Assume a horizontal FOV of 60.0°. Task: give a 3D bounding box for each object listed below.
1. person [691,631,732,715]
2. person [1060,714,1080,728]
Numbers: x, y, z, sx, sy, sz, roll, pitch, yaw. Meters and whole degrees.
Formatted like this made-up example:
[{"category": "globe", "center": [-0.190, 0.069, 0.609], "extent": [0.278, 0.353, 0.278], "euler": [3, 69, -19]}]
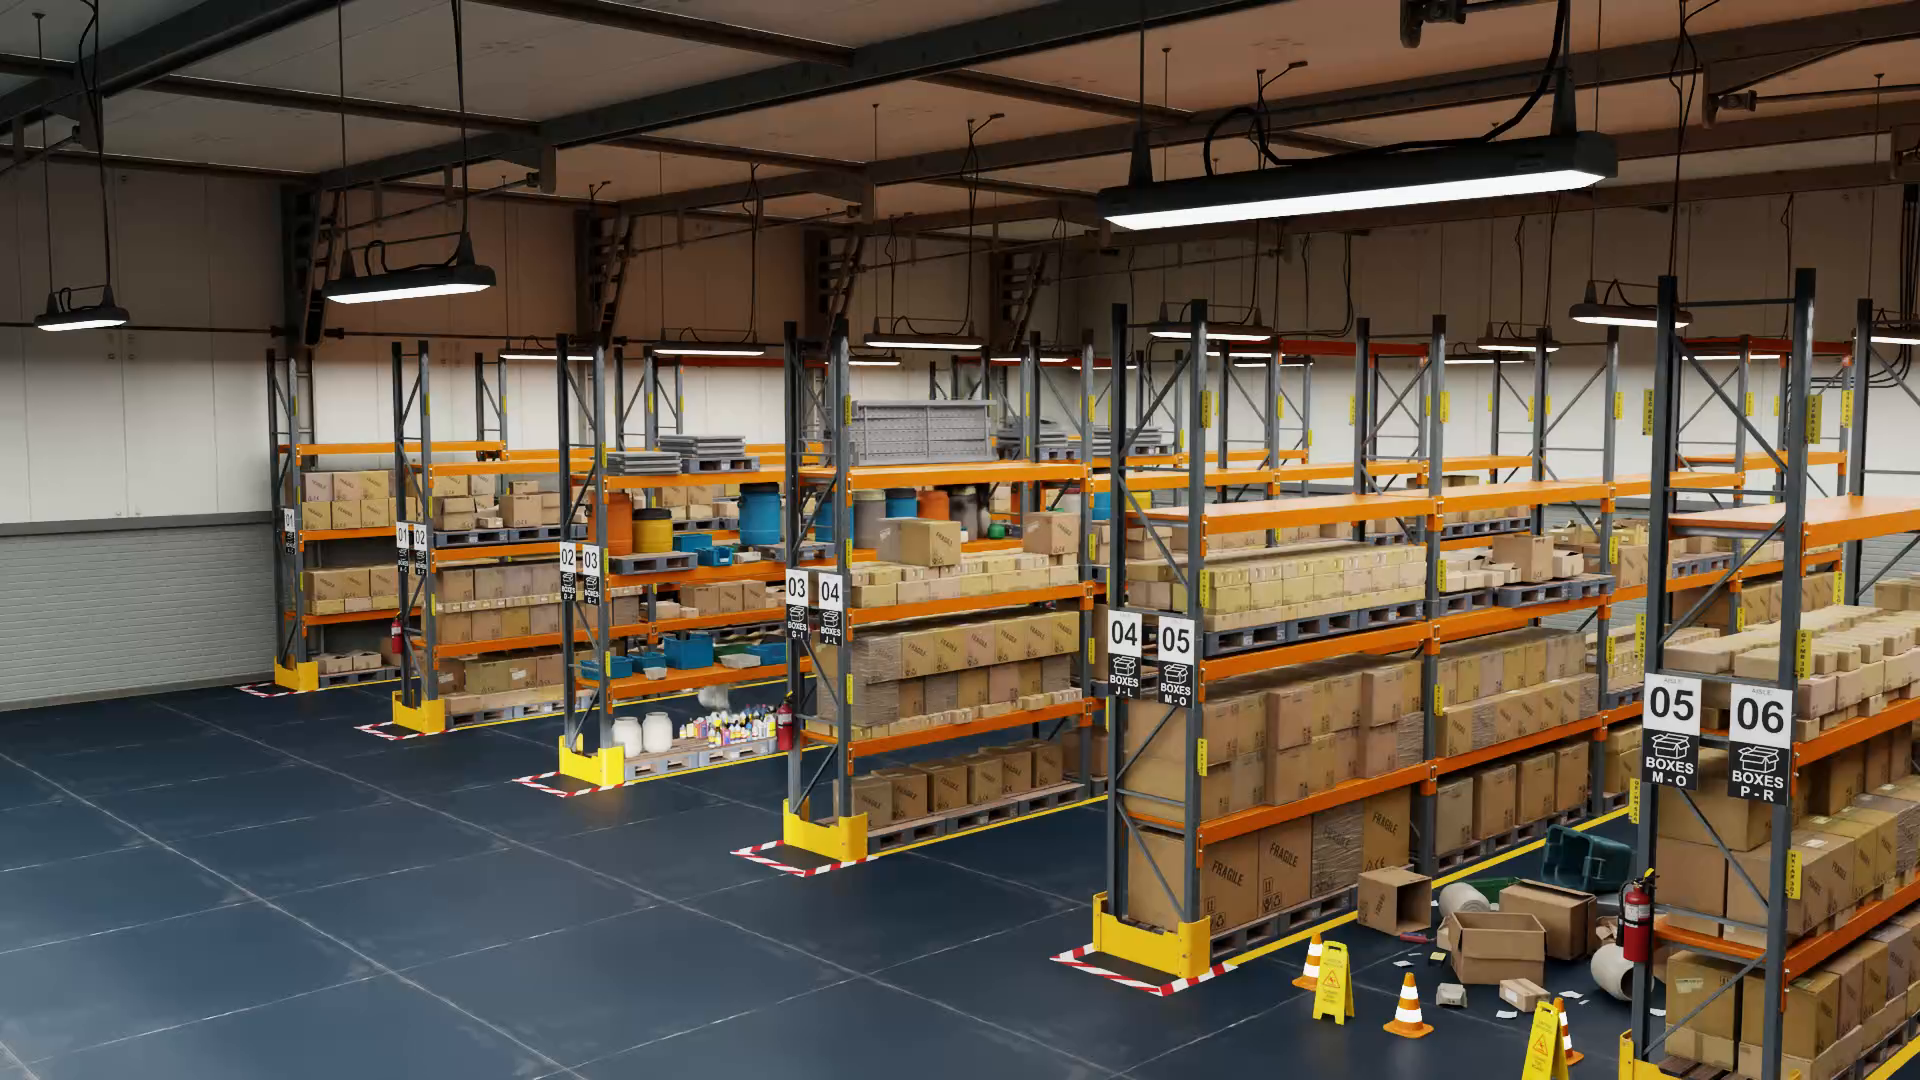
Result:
[{"category": "person", "center": [-3.884, 2.158, 25.740], "extent": [0.694, 1.571, 0.882], "euler": [3, 6, 35]}, {"category": "person", "center": [1.769, 2.241, 24.469], "extent": [0.595, 1.622, 0.560], "euler": [5, 7, 44]}]
